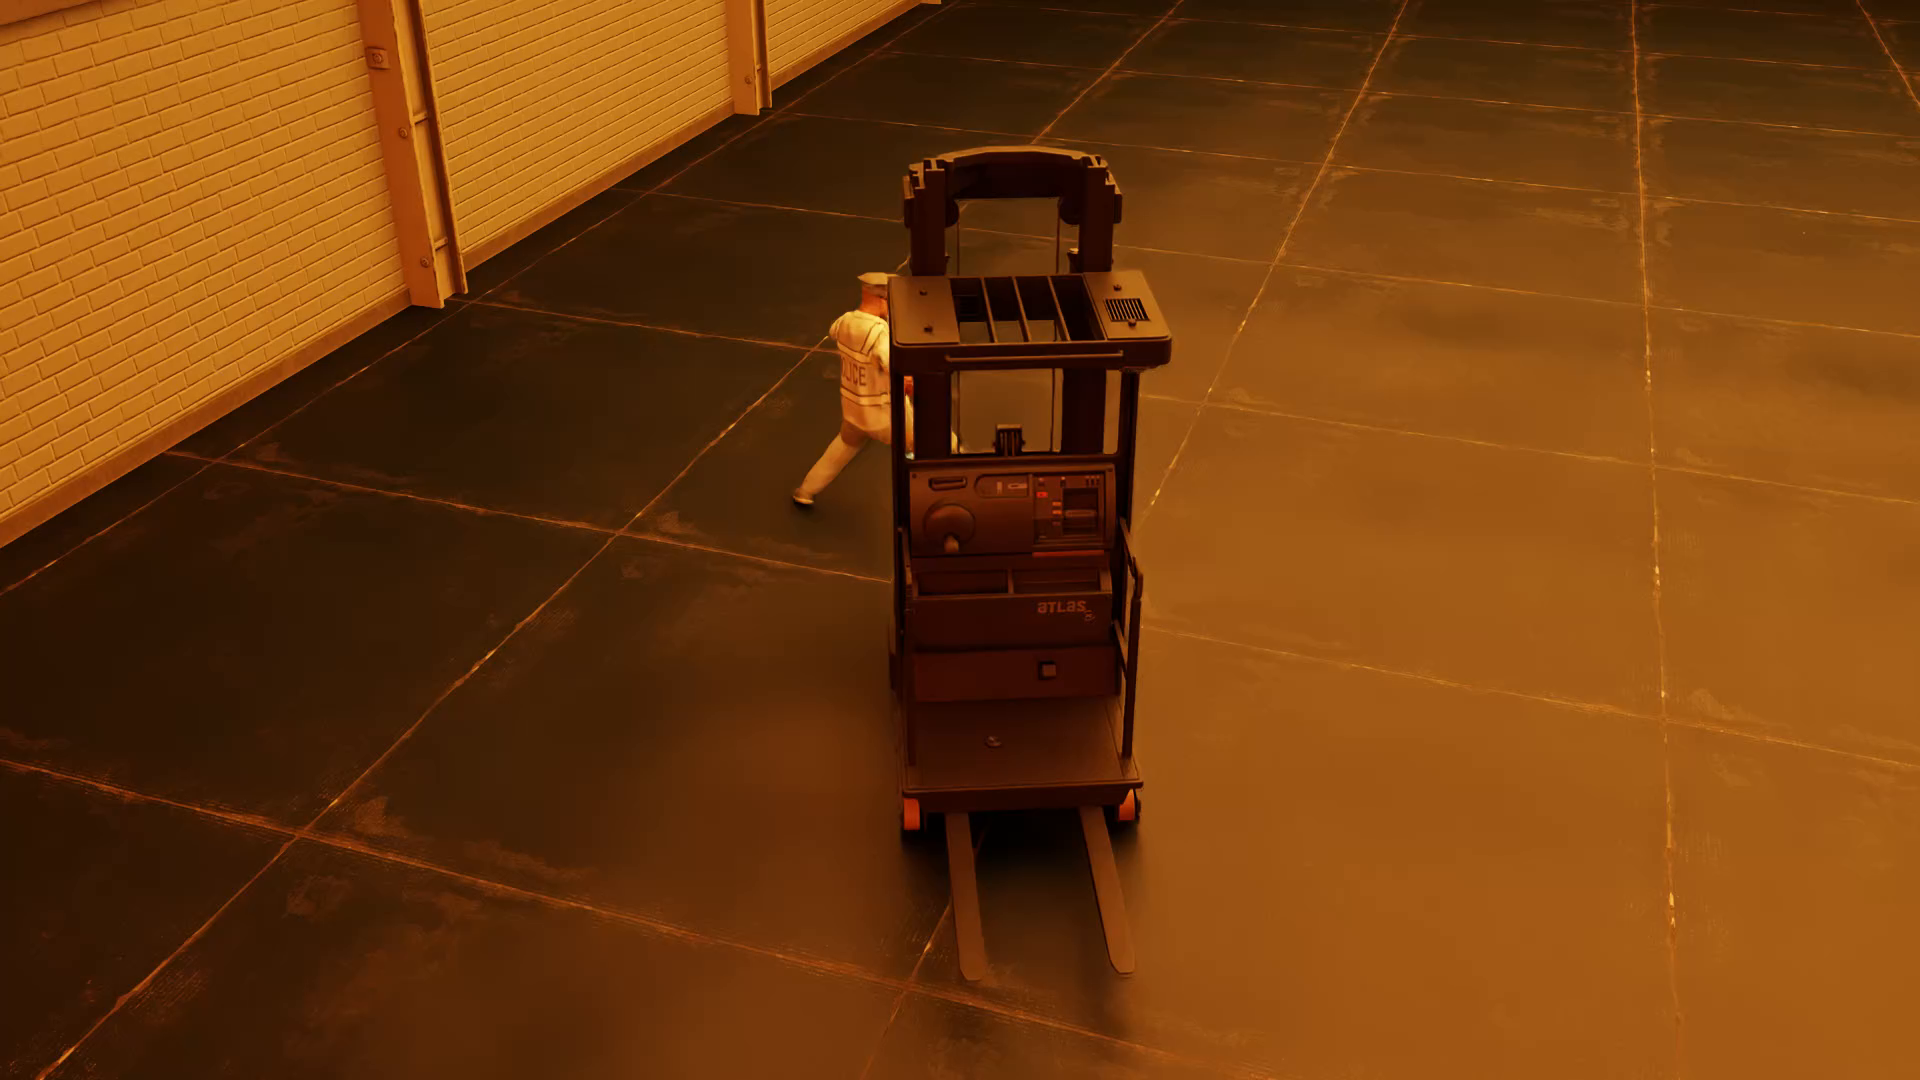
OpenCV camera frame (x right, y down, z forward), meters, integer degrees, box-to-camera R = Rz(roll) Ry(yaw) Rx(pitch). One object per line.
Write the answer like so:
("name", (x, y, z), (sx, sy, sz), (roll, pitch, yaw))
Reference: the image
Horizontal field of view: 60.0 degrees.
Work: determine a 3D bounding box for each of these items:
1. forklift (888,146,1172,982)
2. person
("forklift", (0.254, -0.092, 7.298), (1.130, 2.935, 3.031), (-2, 30, -3))
("person", (-0.437, -0.877, 10.101), (0.967, 1.601, 1.066), (-20, 36, -32))
